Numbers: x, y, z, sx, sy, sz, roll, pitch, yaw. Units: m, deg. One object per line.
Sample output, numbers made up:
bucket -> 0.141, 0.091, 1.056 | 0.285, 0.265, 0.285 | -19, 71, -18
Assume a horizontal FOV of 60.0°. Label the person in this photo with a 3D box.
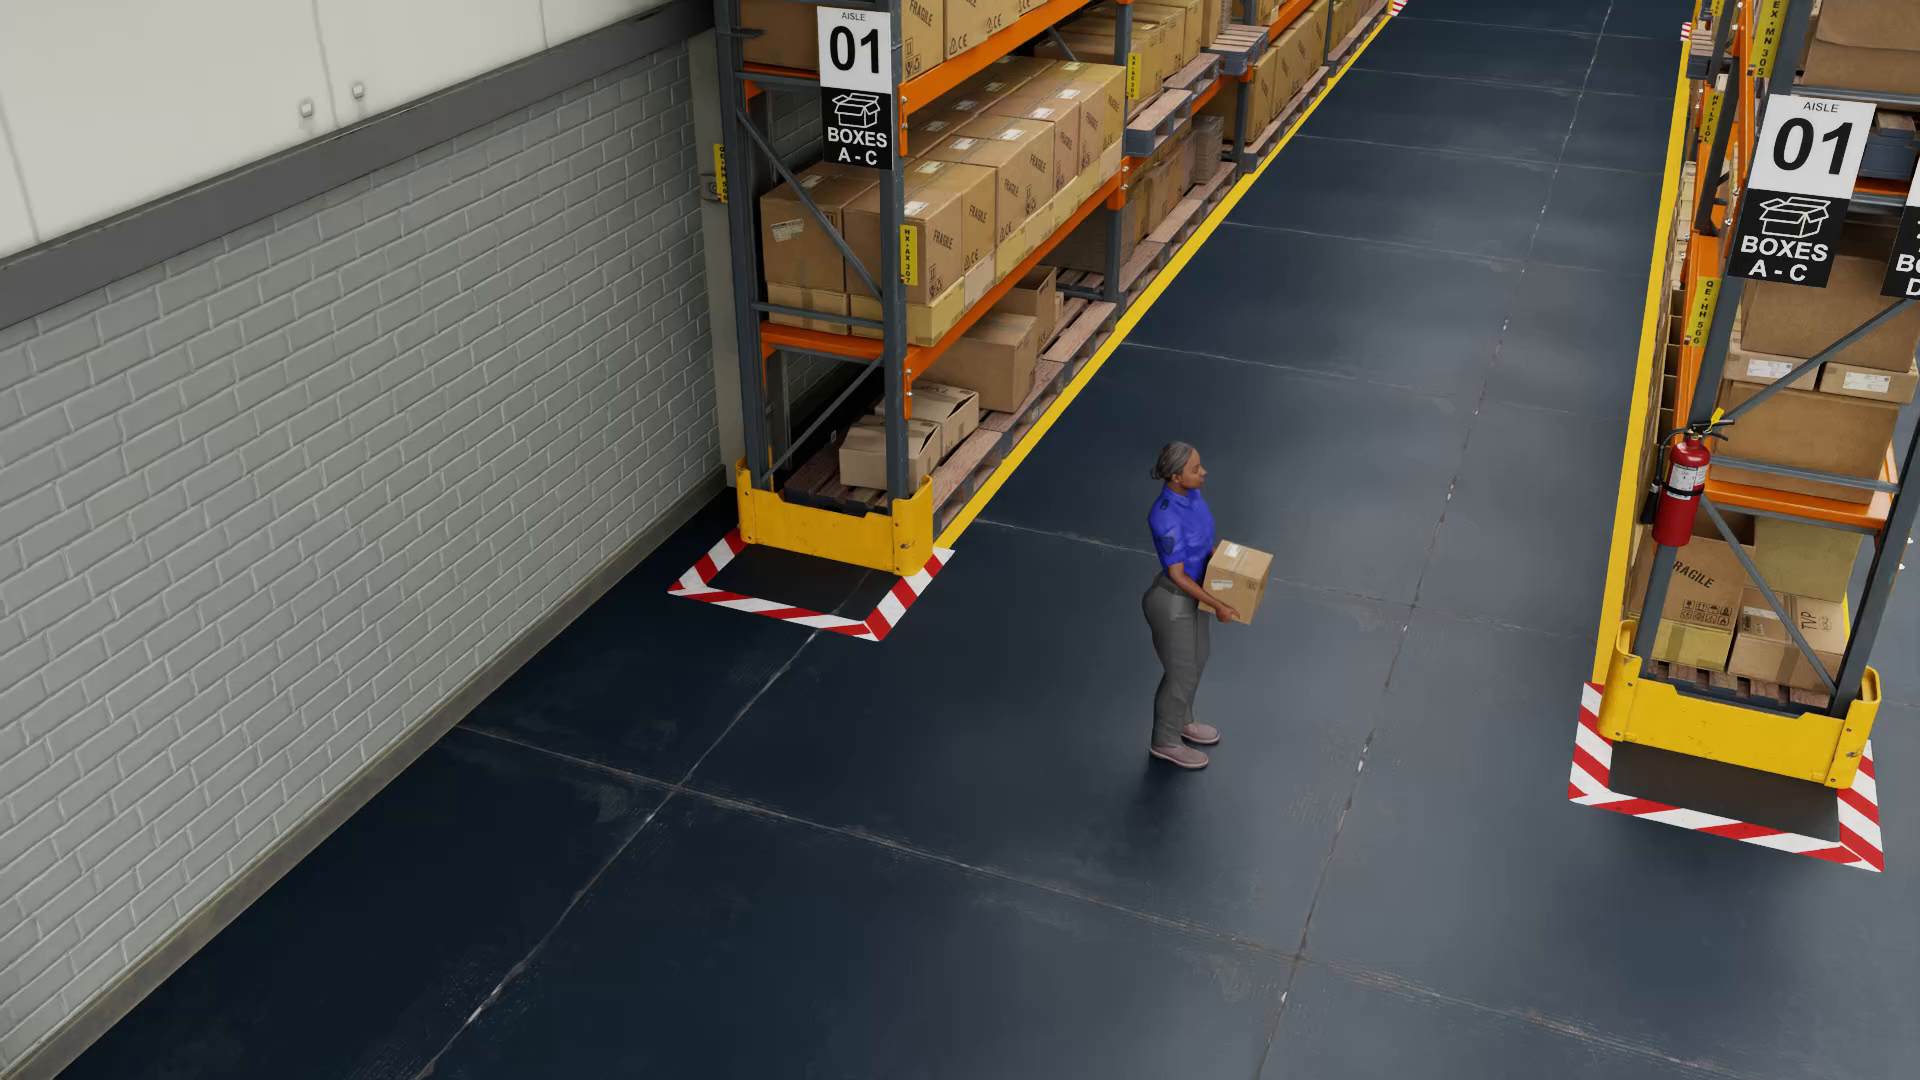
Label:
person -> 1.110, 0.310, 7.866 | 0.517, 1.648, 0.451 | 12, 32, 20
